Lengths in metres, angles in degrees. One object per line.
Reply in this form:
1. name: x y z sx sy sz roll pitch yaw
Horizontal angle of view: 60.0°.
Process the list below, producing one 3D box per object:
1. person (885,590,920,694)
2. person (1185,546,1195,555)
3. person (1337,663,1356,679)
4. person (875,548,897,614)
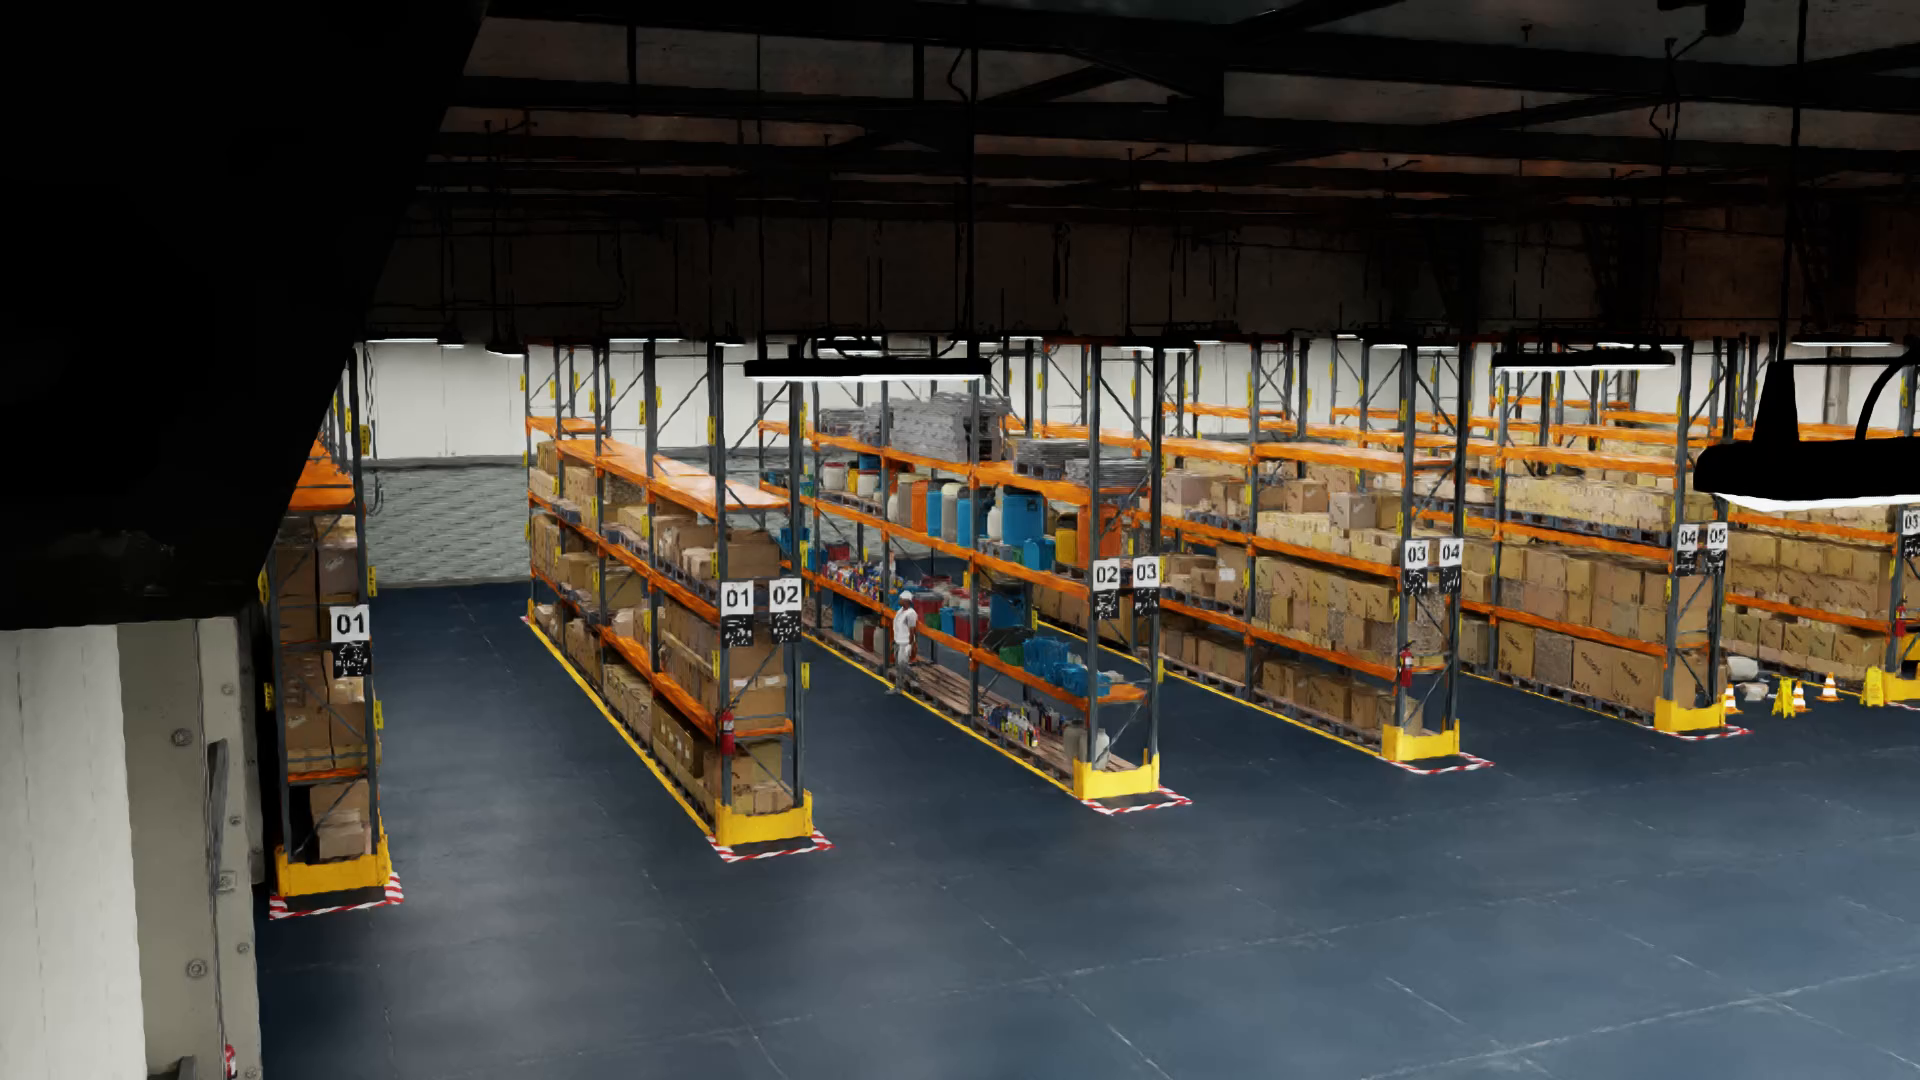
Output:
1. person: -0.956 1.732 27.915 0.482 1.779 0.635 -4 8 -26
2. person: 4.723 0.944 34.290 0.556 1.669 1.019 -3 8 -23
3. person: 6.753 1.684 28.717 0.551 1.666 0.440 7 10 41
4. person: -1.518 0.940 34.534 0.609 1.604 0.814 -6 10 -39
